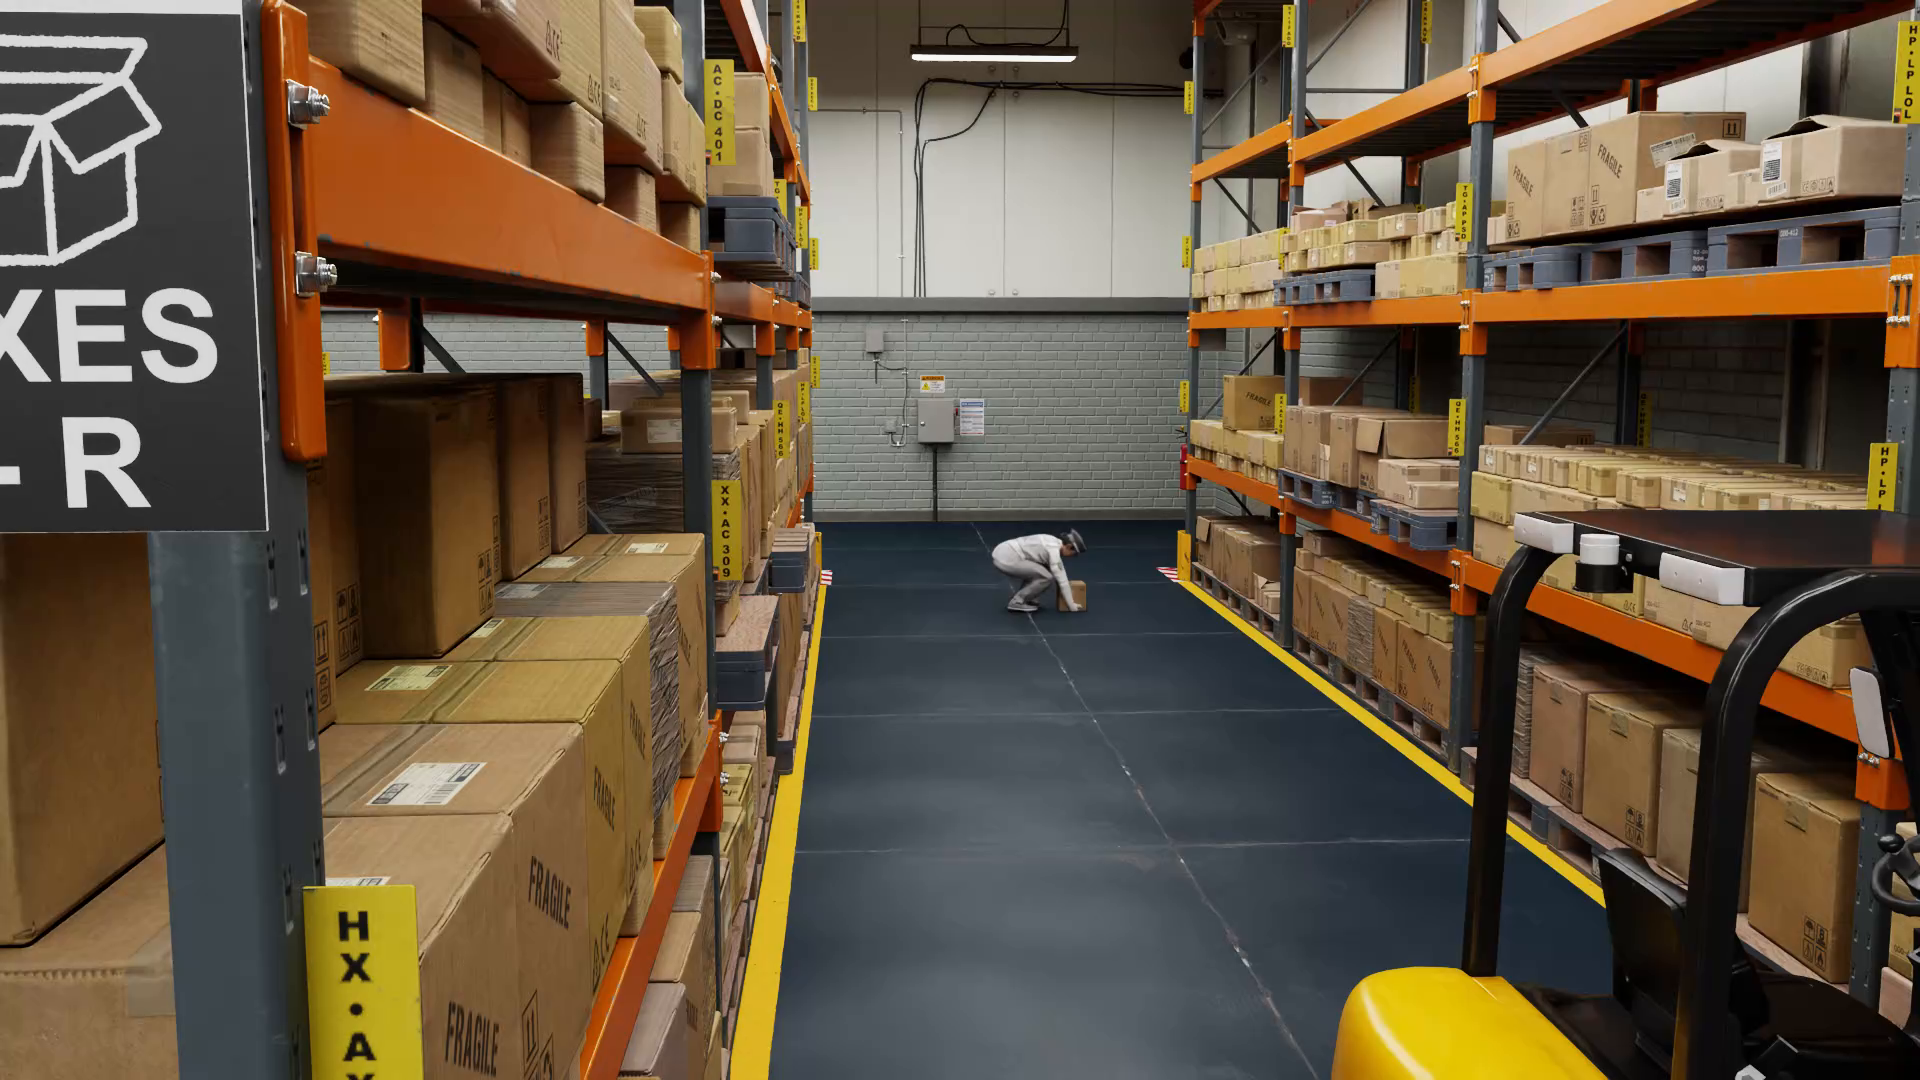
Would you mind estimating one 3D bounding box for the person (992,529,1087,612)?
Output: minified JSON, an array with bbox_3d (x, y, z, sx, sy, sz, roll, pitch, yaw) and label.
[{"bbox_3d":[0.754,0.288,15.695,0.910,0.773,0.449,-1,7,-5],"label":"person"}]
